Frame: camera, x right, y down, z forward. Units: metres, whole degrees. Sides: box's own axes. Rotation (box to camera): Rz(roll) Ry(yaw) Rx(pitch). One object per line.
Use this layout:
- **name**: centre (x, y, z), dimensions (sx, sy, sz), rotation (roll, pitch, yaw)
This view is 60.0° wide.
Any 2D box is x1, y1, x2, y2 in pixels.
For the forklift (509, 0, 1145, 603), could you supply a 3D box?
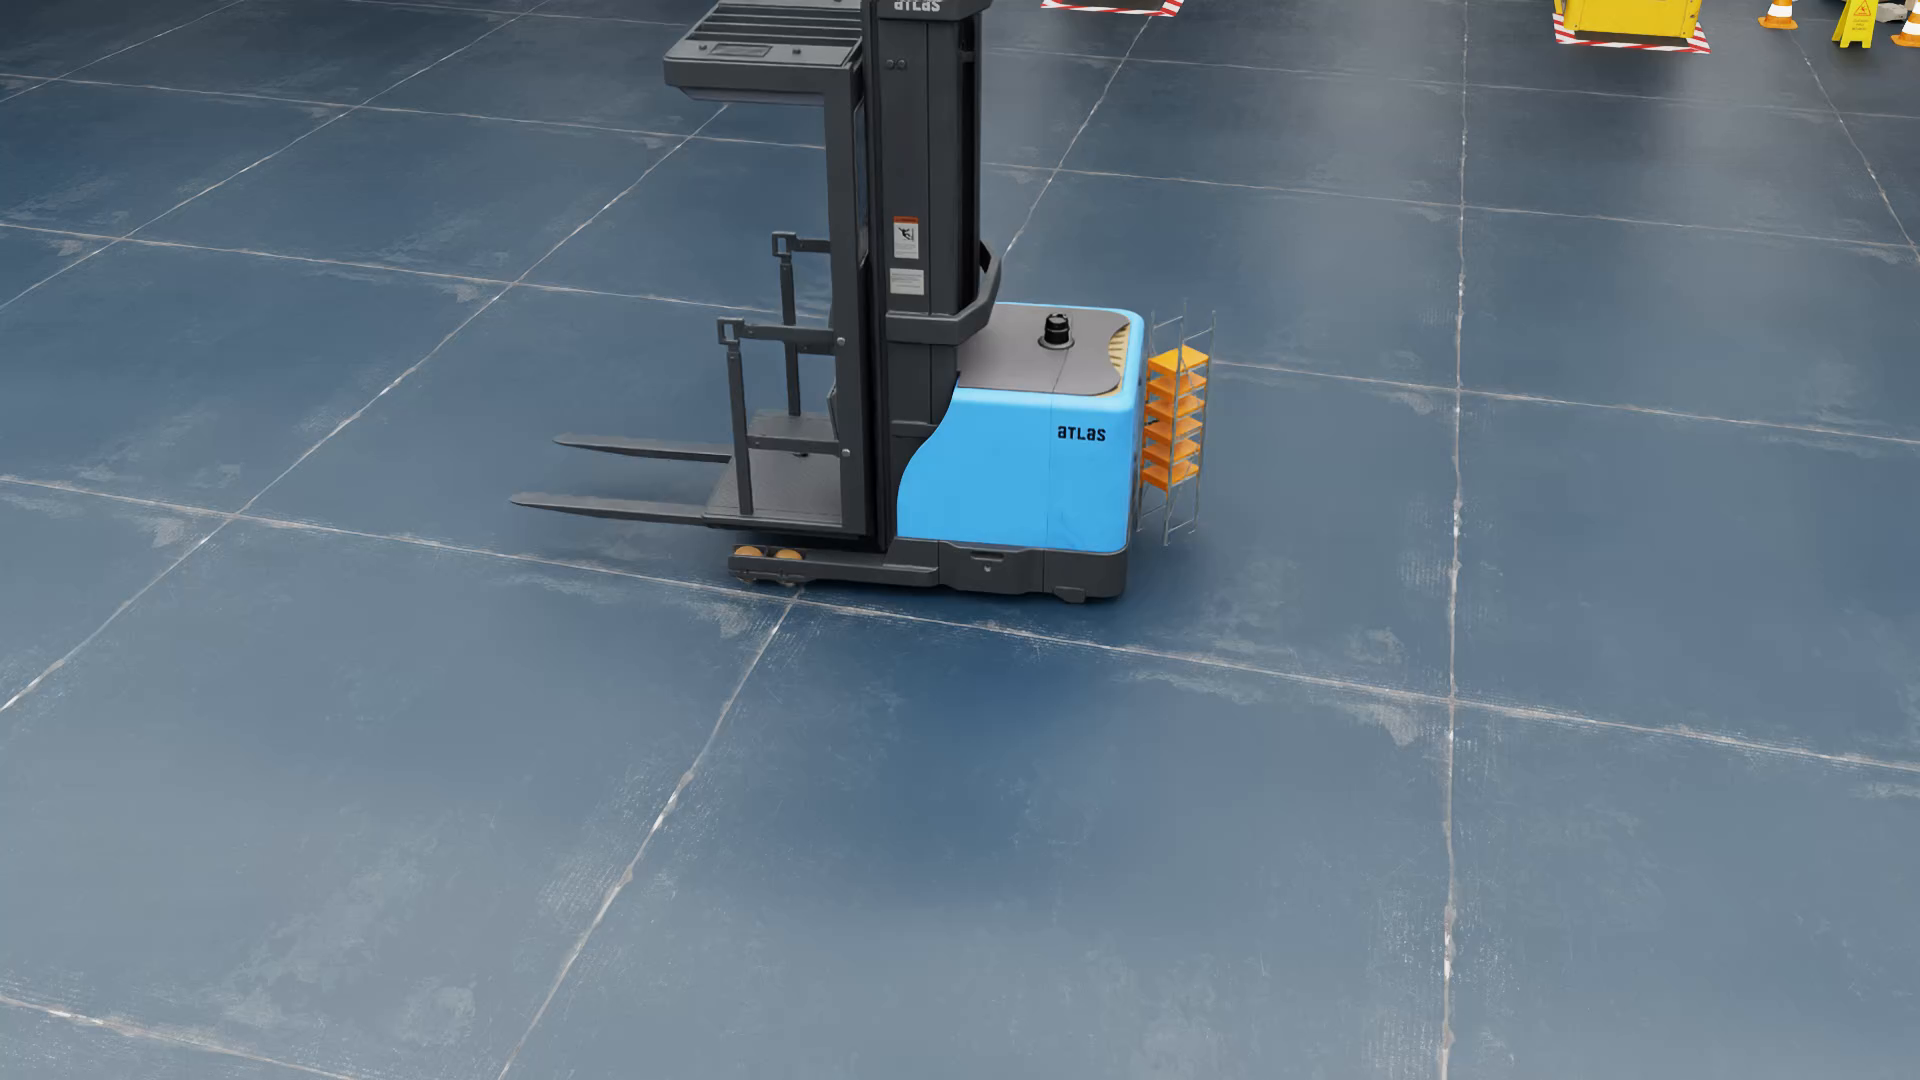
- **forklift**: centre (-0.662, -1.298, 7.560), dimensions (3.031, 2.935, 1.130), rotation (5, 33, 7)

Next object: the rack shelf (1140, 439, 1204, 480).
- **rack shelf**: centre (1.032, -0.410, 8.083), dimensions (0.258, 0.103, 0.180), rotation (-25, 40, -34)

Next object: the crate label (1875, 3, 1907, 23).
- **crate label**: centre (9.068, -5.145, 16.215), dimensions (0.250, 0.136, 0.298), rotation (-8, 33, -13)

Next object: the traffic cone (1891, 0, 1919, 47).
- **traffic cone**: centre (8.928, -4.866, 15.472), dimensions (0.336, 0.463, 0.334), rotation (8, 33, 12)

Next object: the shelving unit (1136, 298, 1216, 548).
- **shelving unit**: centre (1.032, -0.549, 7.995), dimensions (0.258, 1.200, 0.189), rotation (-25, 40, -34)

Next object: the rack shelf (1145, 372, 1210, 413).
- **rack shelf**: centre (1.032, -0.714, 7.890), dimensions (0.258, 0.103, 0.180), rotation (-25, 40, -34)

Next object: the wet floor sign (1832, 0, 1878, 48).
- **wet floor sign**: centre (8.321, -4.906, 15.366), dimensions (0.267, 0.644, 0.232), rotation (3, 33, 4)

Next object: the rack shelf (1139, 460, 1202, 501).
- **rack shelf**: centre (1.032, -0.309, 8.147), dimensions (0.258, 0.103, 0.180), rotation (-25, 40, -34)

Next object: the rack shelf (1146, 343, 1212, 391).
- **rack shelf**: centre (1.032, -0.815, 7.825), dimensions (0.258, 0.103, 0.180), rotation (-25, 40, -34)

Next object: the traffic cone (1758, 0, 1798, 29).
- **traffic cone**: centre (7.922, -5.196, 15.992), dimensions (0.336, 0.463, 0.334), rotation (8, 33, 12)

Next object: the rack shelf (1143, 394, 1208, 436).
- **rack shelf**: centre (1.032, -0.612, 7.954), dimensions (0.258, 0.103, 0.180), rotation (-25, 40, -34)

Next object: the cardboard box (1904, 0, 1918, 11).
- **cardboard box**: centre (9.606, -5.315, 16.471), dimensions (0.380, 0.149, 0.250), rotation (28, 42, 36)

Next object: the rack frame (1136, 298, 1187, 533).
- **rack frame**: centre (0.972, -0.586, 8.053), dimensions (0.240, 1.200, 0.006), rotation (-25, 40, -34)

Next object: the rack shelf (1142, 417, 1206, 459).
- **rack shelf**: centre (1.032, -0.511, 8.018), dimensions (0.258, 0.103, 0.180), rotation (-25, 40, -34)

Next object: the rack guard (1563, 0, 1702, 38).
- **rack guard**: centre (6.407, -5.117, 15.833), dimensions (1.175, 0.500, 0.348), rotation (8, 33, 12)

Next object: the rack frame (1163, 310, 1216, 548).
- **rack frame**: centre (1.092, -0.512, 7.936), dimensions (0.240, 1.200, 0.006), rotation (-25, 40, -34)

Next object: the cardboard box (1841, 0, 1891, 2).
- **cardboard box**: centre (9.224, -5.765, 16.850), dimensions (0.797, 0.503, 0.637), rotation (-14, 35, -21)

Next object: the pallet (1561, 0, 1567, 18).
- **pallet**: centre (6.541, -5.433, 16.600), dimensions (1.003, 0.211, 1.213), rotation (8, 33, 12)
